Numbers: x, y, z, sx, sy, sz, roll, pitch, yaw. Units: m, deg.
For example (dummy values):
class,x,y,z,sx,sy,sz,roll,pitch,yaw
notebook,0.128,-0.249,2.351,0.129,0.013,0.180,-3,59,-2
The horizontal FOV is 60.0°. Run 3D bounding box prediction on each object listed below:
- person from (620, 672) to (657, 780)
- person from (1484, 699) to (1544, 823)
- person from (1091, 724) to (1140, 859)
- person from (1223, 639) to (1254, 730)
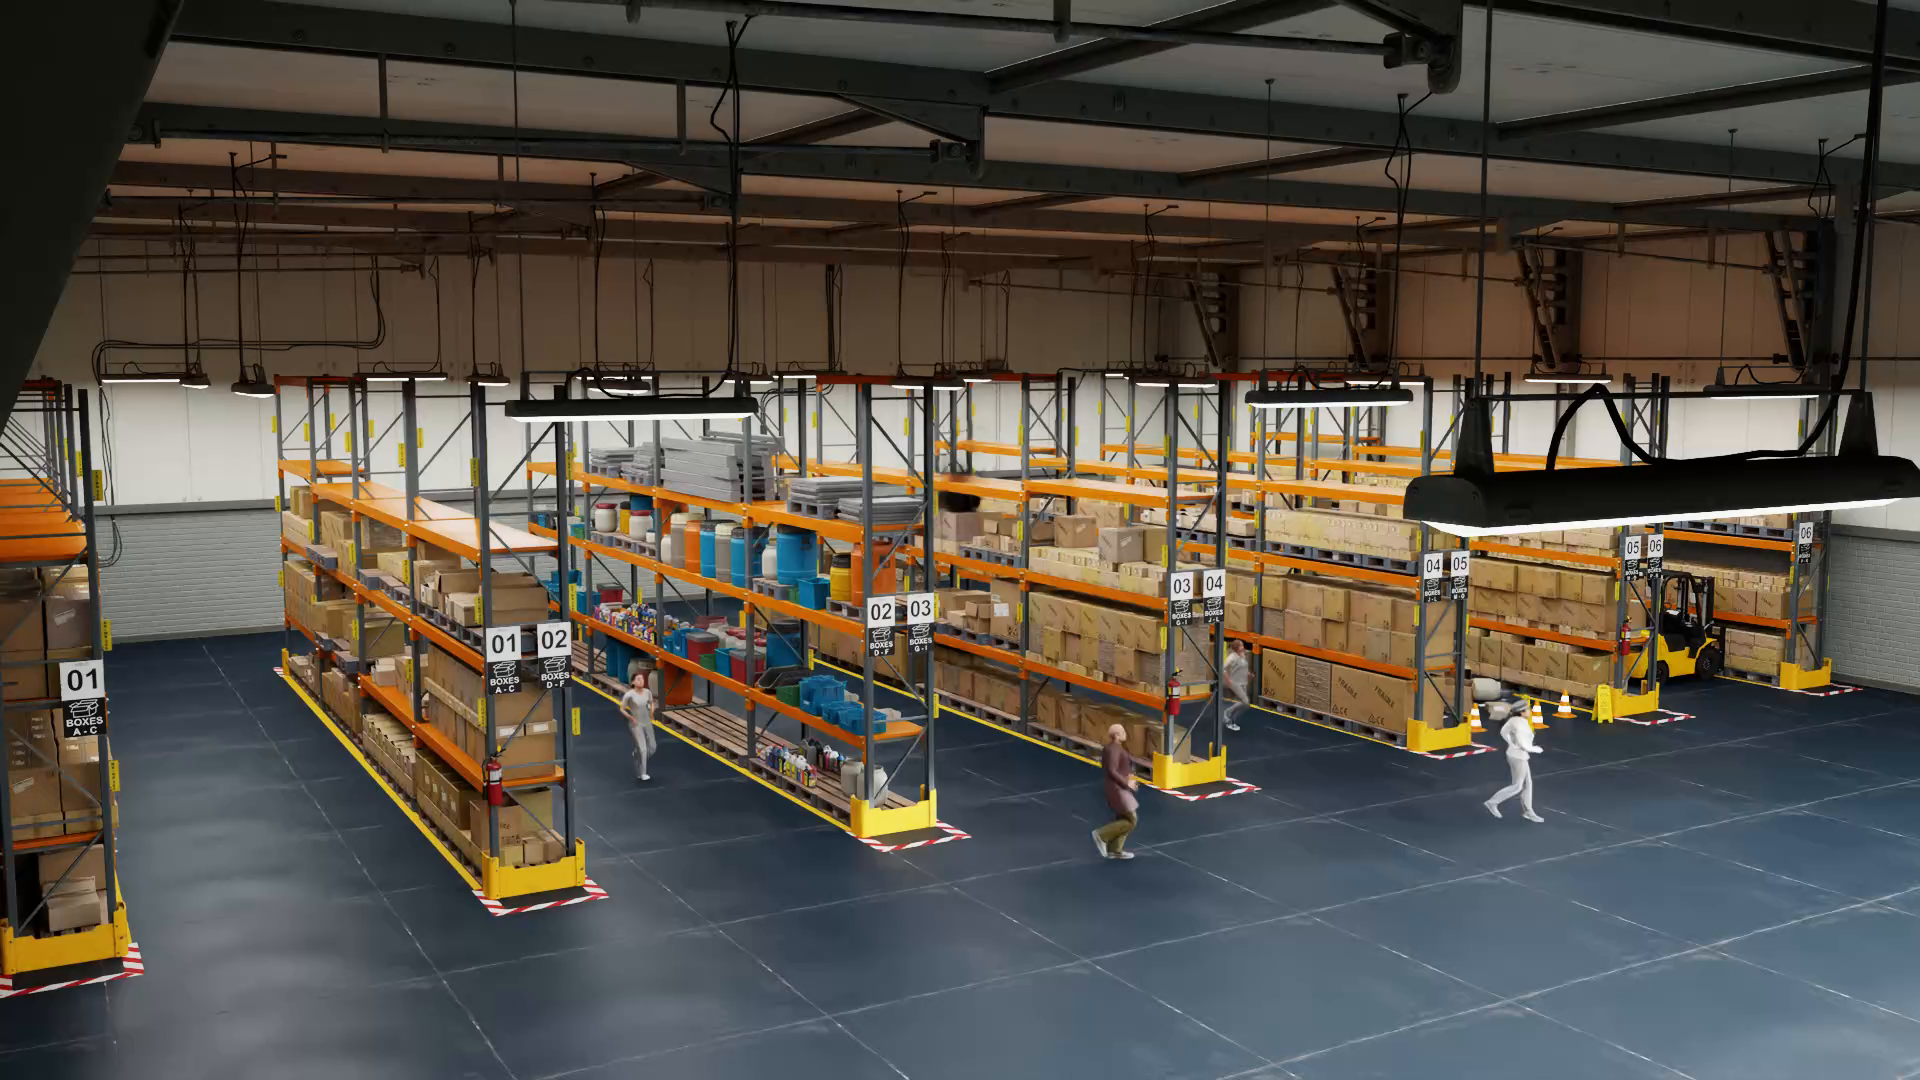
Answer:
class,x,y,z,sx,sy,sz,roll,pitch,yaw
person,-4.848,2.784,25.062,0.561,1.618,0.593,-5,8,-38
person,7.596,3.011,22.734,0.815,1.712,0.637,1,6,8
person,1.960,3.174,20.984,0.632,1.730,0.694,-1,6,-5
person,4.745,2.466,28.238,0.549,1.559,0.522,6,8,42
